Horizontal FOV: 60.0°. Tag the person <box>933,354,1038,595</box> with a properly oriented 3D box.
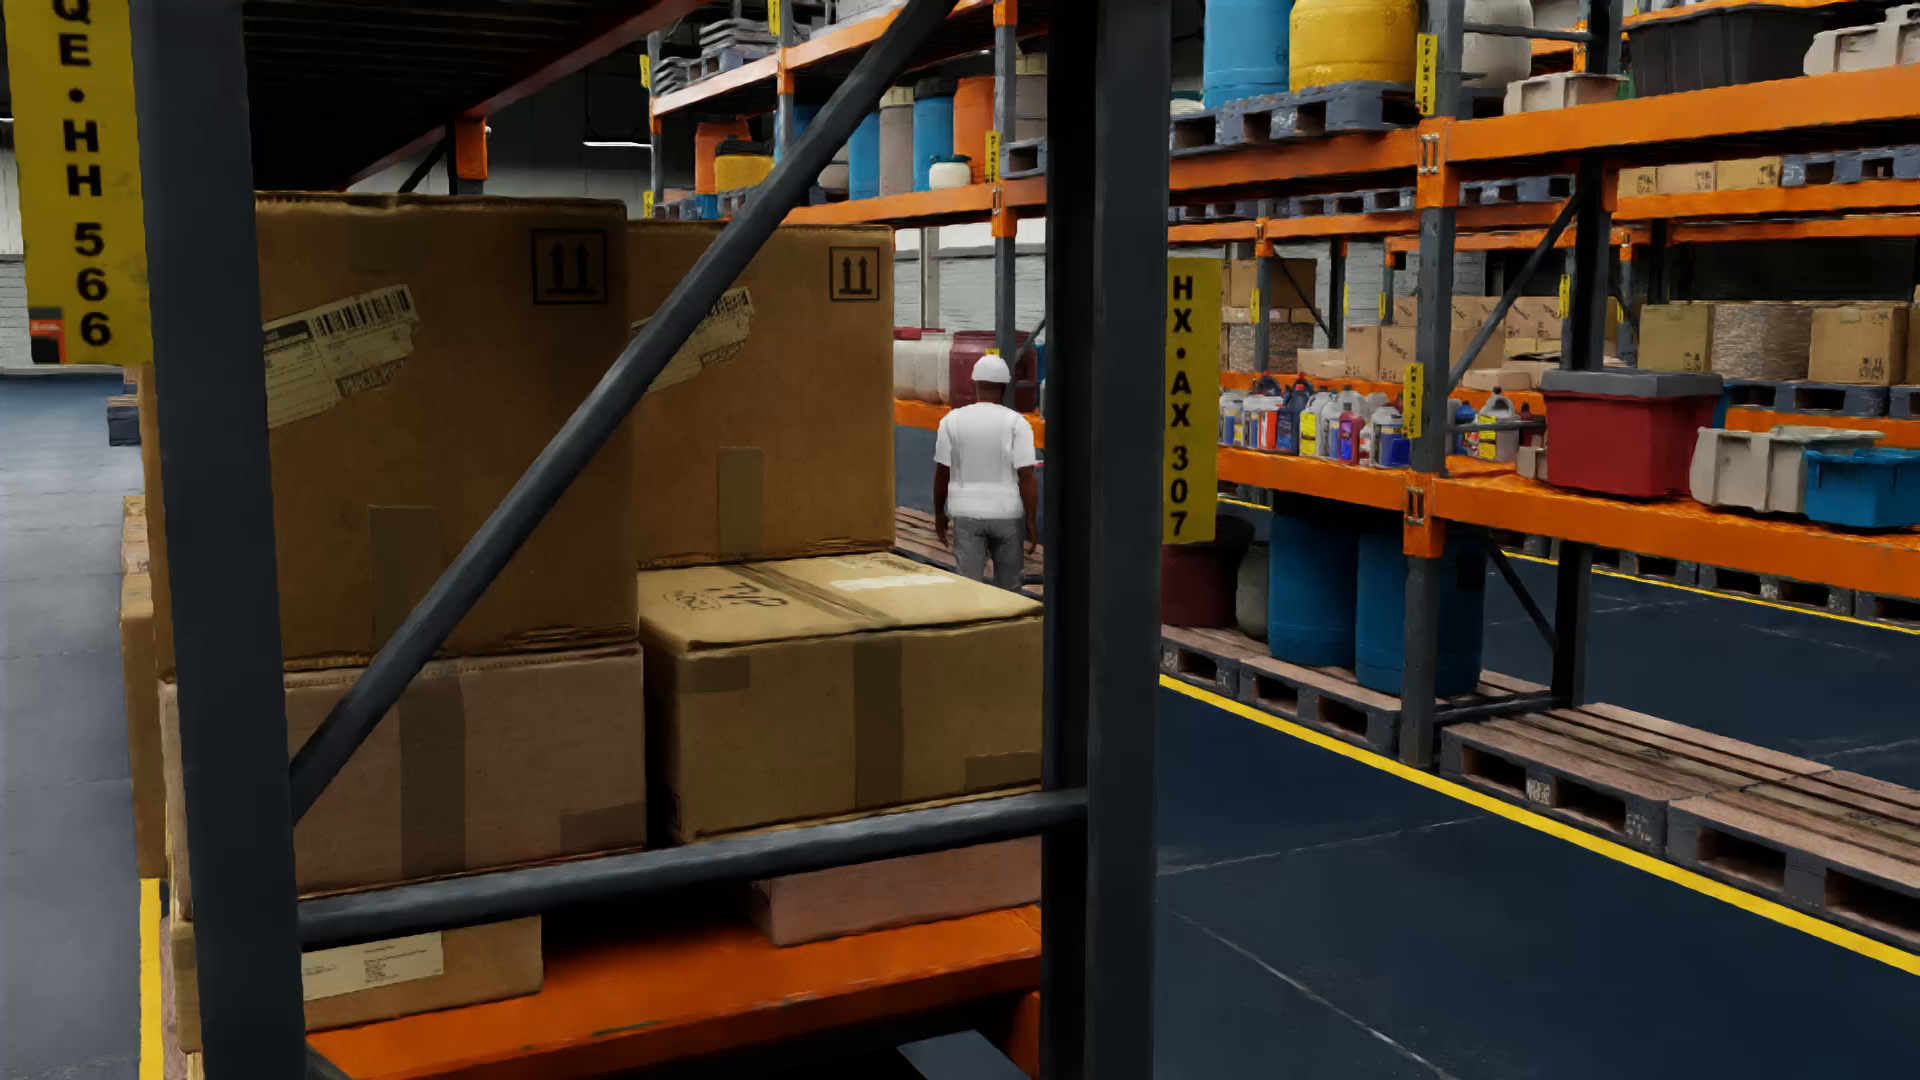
[{"bbox_3d":[0.144,-0.125,9.057,0.578,1.767,0.657,1,9,6],"label":"person"}]
